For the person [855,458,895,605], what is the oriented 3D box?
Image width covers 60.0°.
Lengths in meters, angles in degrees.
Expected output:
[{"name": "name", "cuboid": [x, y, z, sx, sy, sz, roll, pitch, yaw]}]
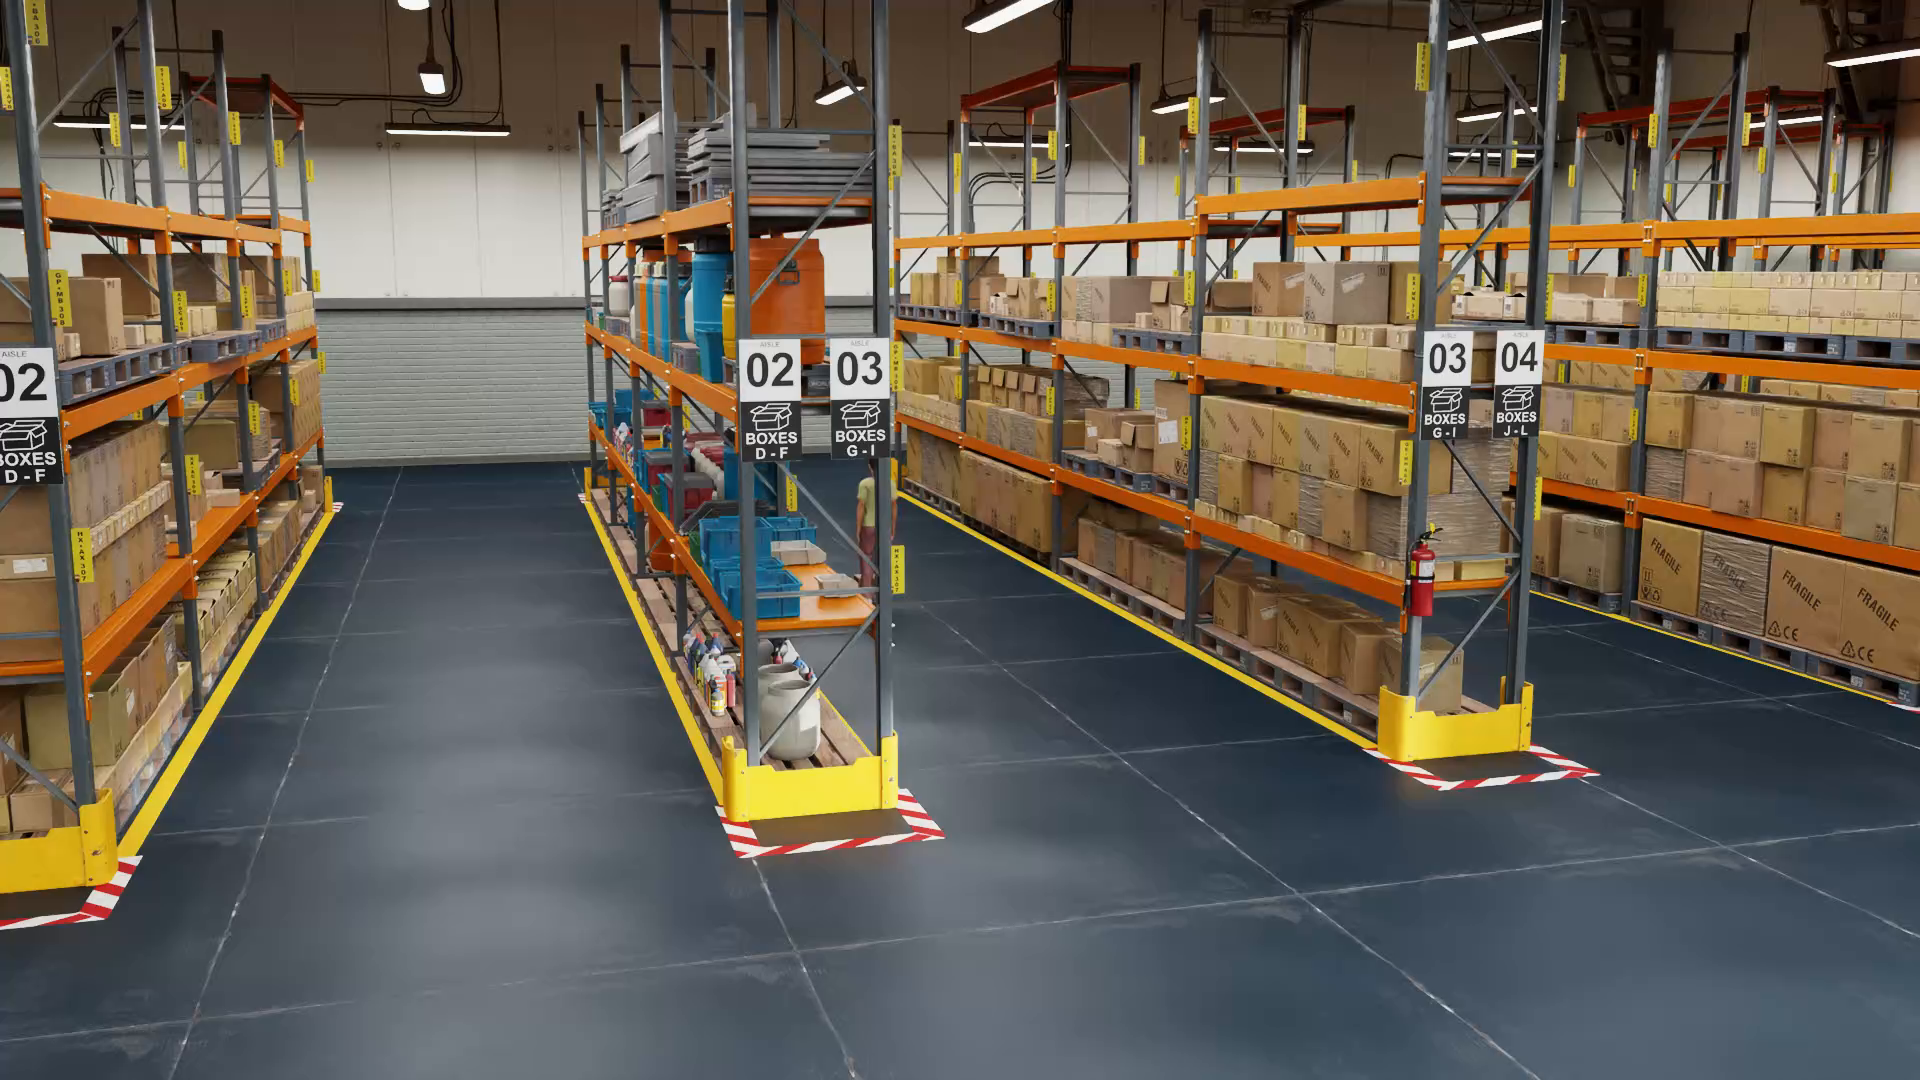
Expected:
[{"name": "person", "cuboid": [-0.922, -0.098, 17.997, 0.444, 1.673, 0.362, -2, 10, -15]}]
